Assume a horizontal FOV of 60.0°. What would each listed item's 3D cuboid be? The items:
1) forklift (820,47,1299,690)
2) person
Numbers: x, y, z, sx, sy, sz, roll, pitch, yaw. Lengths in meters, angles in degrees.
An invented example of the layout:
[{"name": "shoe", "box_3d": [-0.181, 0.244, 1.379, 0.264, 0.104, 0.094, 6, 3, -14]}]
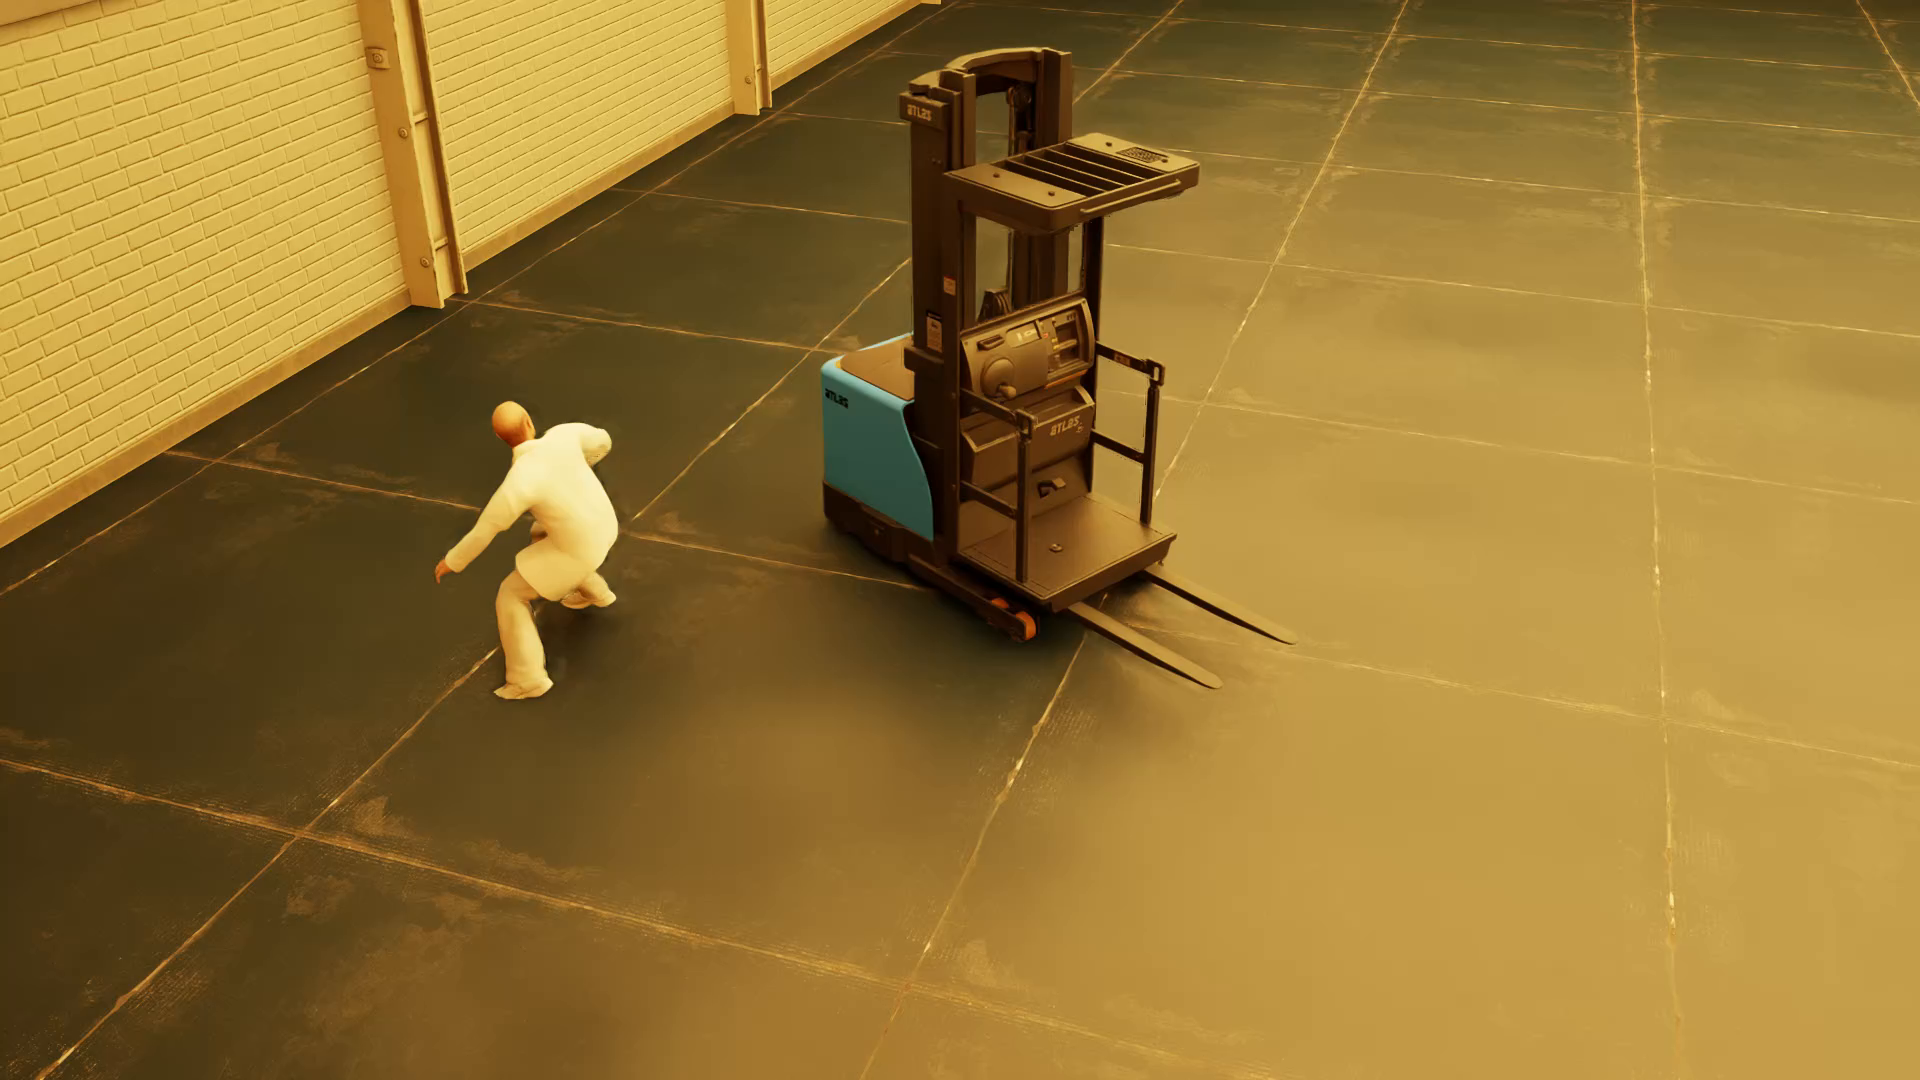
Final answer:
[{"name": "forklift", "box_3d": [0.520, -0.999, 8.889, 1.130, 2.935, 3.031, -24, 38, -36]}, {"name": "person", "box_3d": [-2.223, -0.007, 8.665, 0.782, 1.554, 0.917, 12, 32, 20]}]
